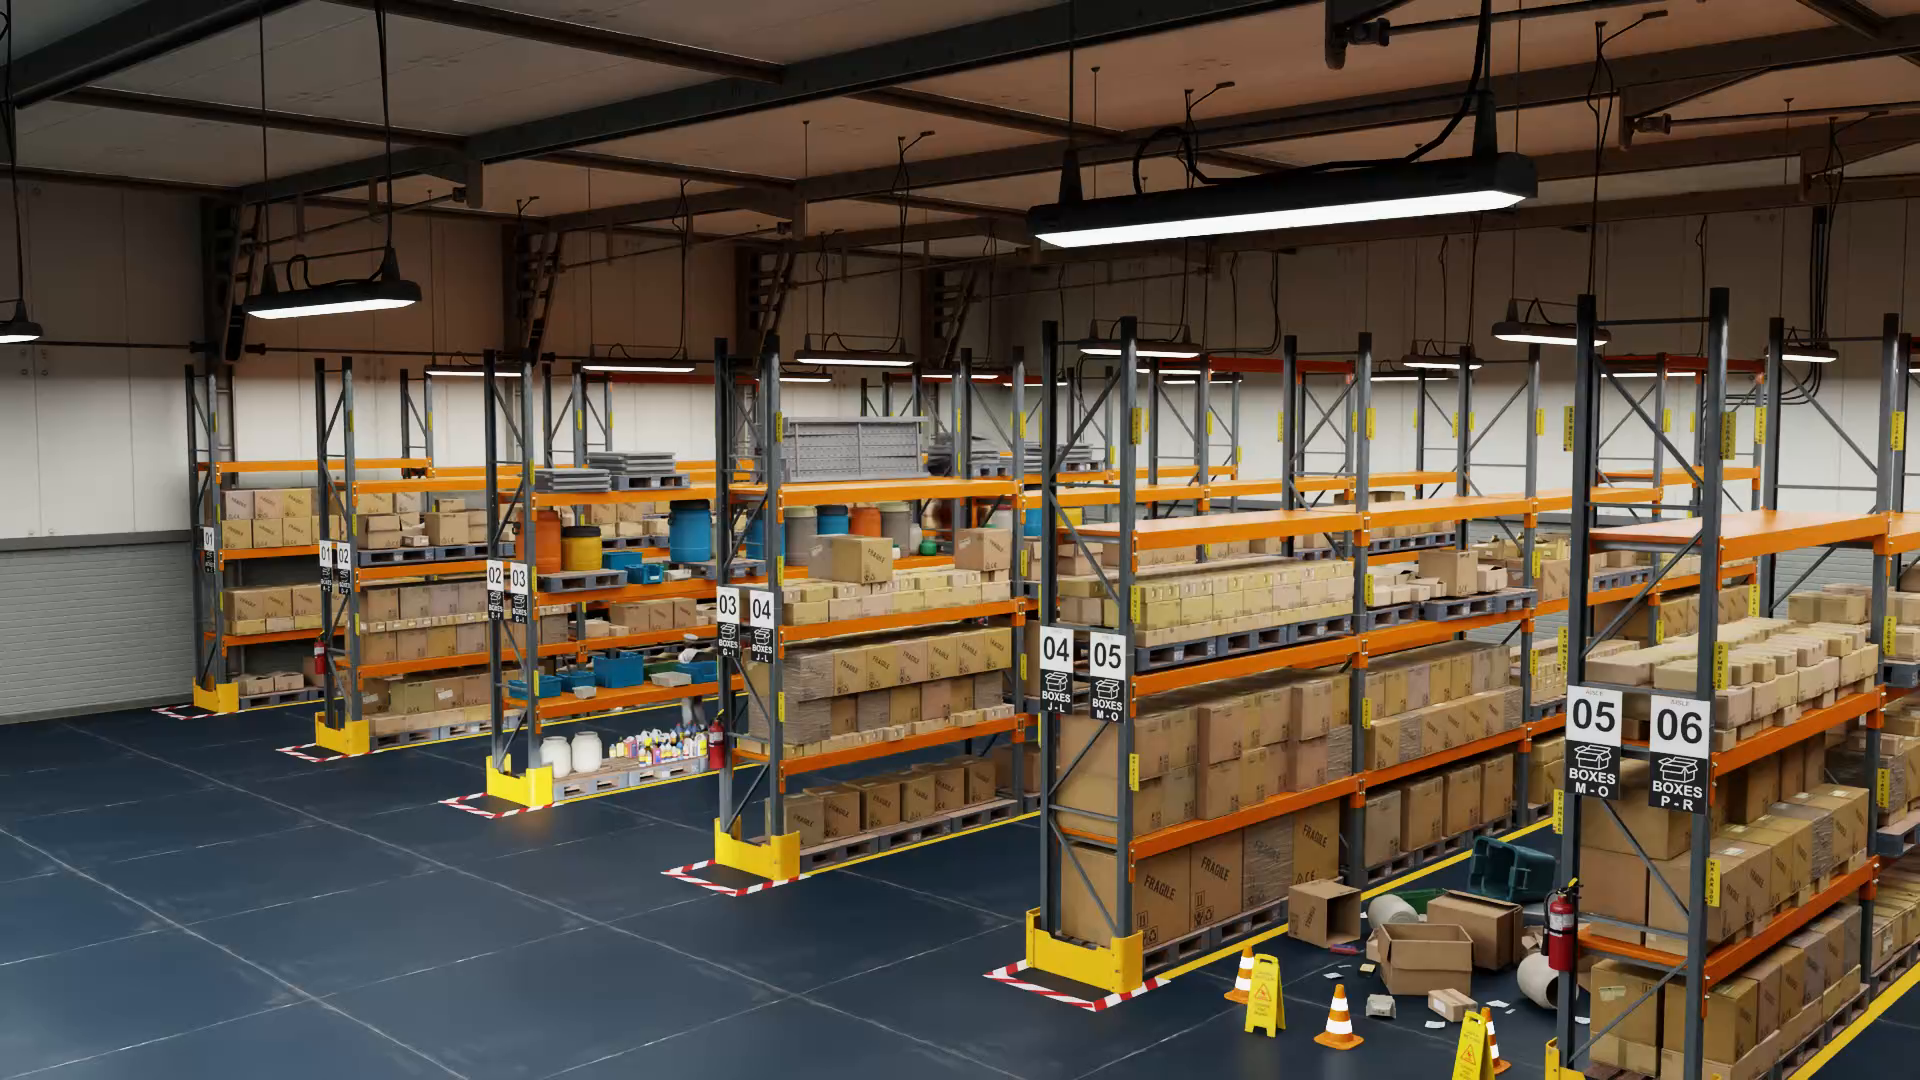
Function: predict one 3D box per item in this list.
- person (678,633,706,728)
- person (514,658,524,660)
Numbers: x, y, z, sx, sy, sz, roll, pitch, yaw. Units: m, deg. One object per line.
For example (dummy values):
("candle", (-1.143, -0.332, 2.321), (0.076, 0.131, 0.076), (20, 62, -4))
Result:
("person", (-4.227, 2.316, 26.172), (0.490, 1.680, 0.358), (-4, 6, -44))
("person", (-8.376, 1.862, 31.348), (0.582, 1.778, 0.549), (-1, 4, -9))
